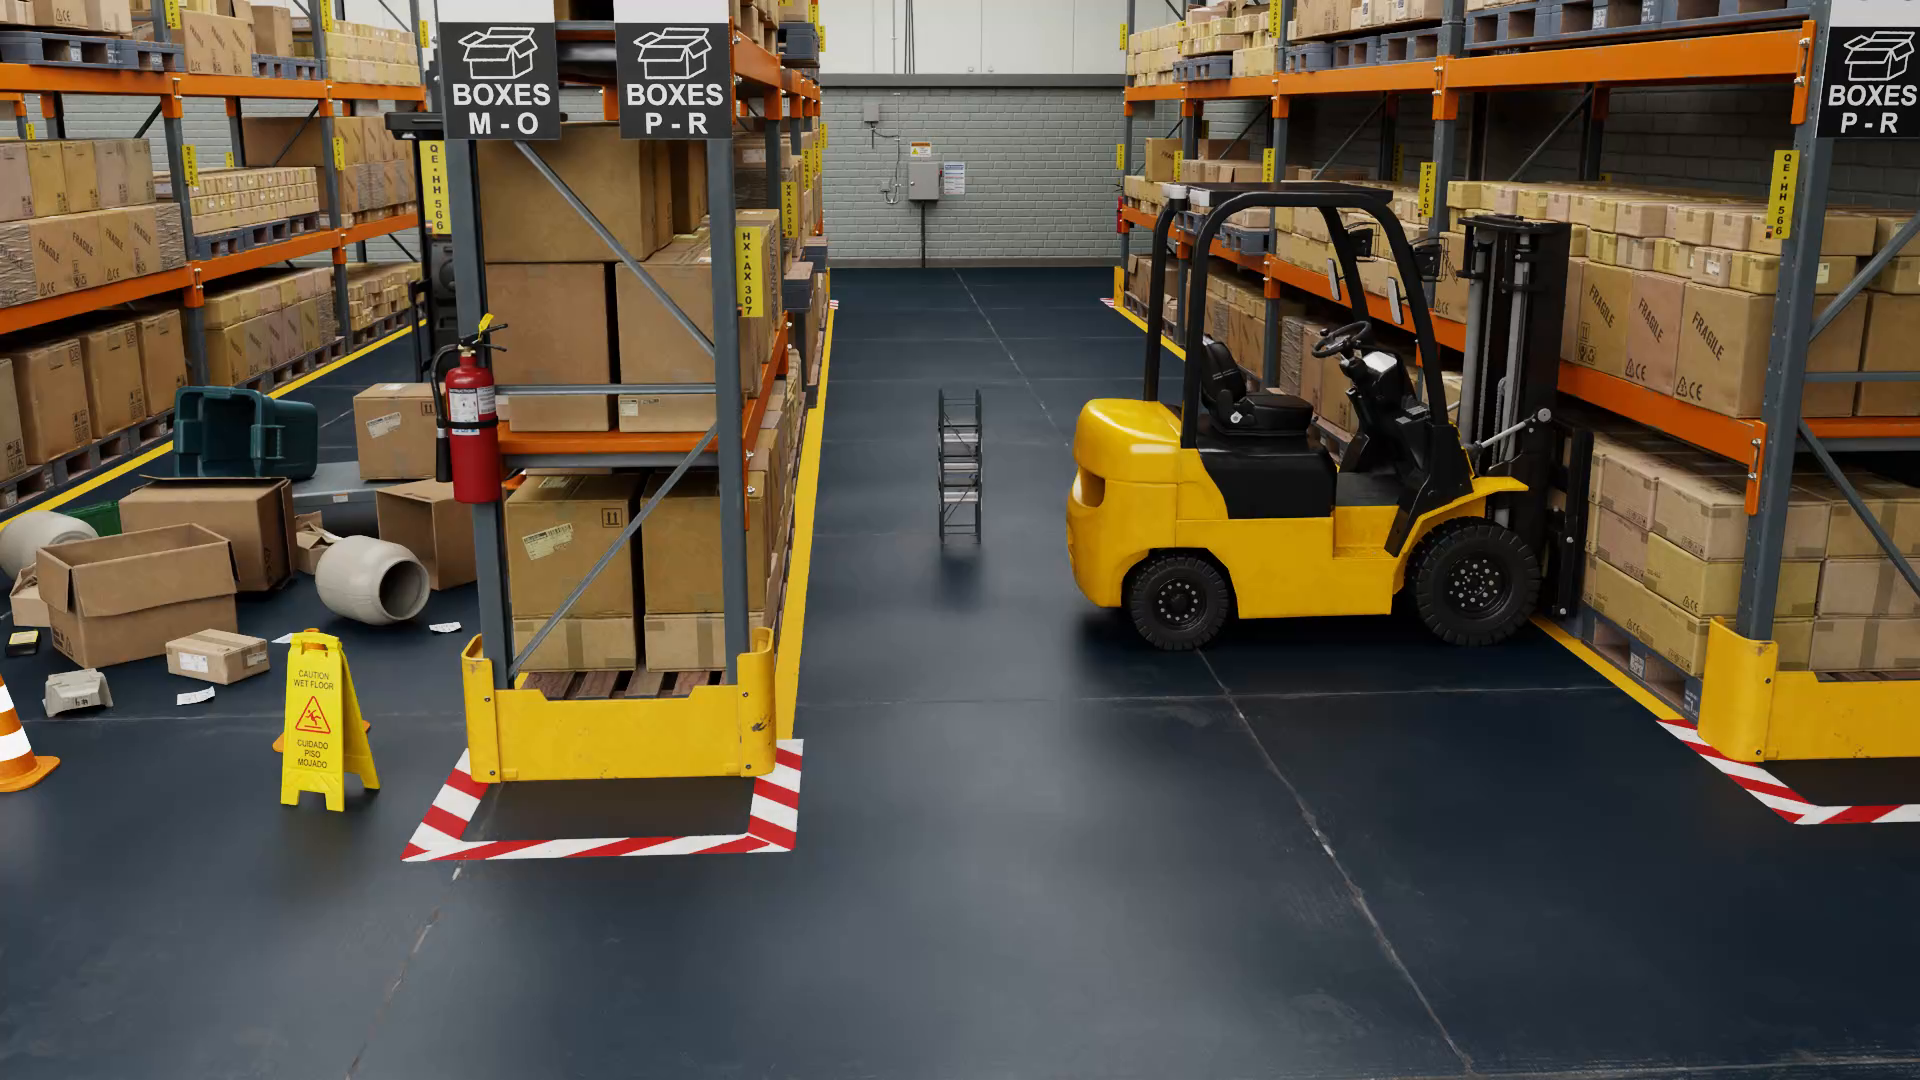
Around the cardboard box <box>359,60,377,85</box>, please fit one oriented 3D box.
[{"bbox_3d":[-6.811,-5.187,18.448,0.500,0.250,0.500,0,14,-1],"label":"cardboard box"}]

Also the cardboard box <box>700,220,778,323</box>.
[{"bbox_3d":[-1.212,-1.374,8.551,0.500,0.500,0.500,0,14,-2],"label":"cardboard box"}]

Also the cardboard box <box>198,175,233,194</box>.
[{"bbox_3d":[-6.626,-3.120,14.601,0.380,0.149,0.250,-1,15,-6],"label":"cardboard box"}]

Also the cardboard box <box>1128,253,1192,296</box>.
[{"bbox_3d":[2.591,-3.448,21.575,0.797,0.503,0.637,-1,15,-6],"label":"cardboard box"}]

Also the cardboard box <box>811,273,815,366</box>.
[{"bbox_3d":[-1.822,-2.110,15.627,0.875,0.875,0.875,-1,14,-3],"label":"cardboard box"}]

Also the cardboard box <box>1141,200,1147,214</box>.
[{"bbox_3d":[2.424,-4.079,20.363,0.380,0.149,0.250,-1,14,-5],"label":"cardboard box"}]

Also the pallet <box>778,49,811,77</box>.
[{"bbox_3d":[-1.904,-4.061,14.148,1.213,0.211,1.003,0,14,-1],"label":"pallet"}]

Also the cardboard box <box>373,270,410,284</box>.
[{"bbox_3d":[-6.829,-3.154,19.950,0.380,0.149,0.250,0,14,-1],"label":"cardboard box"}]

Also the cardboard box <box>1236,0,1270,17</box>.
[{"bbox_3d":[3.032,-5.400,17.006,0.396,0.266,0.258,-1,14,-3],"label":"cardboard box"}]

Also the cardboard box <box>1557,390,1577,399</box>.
[{"bbox_3d":[3.661,-0.734,9.527,0.500,0.250,0.500,-1,14,-4],"label":"cardboard box"}]

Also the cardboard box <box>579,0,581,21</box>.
[{"bbox_3d":[-1.664,-2.027,6.371,0.380,0.149,0.250,-1,14,-3],"label":"cardboard box"}]

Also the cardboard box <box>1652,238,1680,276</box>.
[{"bbox_3d":[3.333,-1.263,7.413,0.380,0.149,0.250,-1,14,-4],"label":"cardboard box"}]

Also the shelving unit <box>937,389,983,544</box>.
[{"bbox_3d":[0.000,-0.438,9.922,0.258,0.900,0.210,-1,14,-3],"label":"shelving unit"}]

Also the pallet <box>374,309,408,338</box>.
[{"bbox_3d":[-7.148,-2.554,19.528,1.003,0.211,1.213,-1,14,-3],"label":"pallet"}]

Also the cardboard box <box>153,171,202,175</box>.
[{"bbox_3d":[-7.346,-3.377,15.598,0.380,0.149,0.250,0,14,-1],"label":"cardboard box"}]

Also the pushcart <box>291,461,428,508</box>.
[{"bbox_3d":[-3.835,-0.228,10.155,1.648,0.377,0.936,-6,16,-23],"label":"pushcart"}]

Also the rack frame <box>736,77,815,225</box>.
[{"bbox_3d":[-2.058,-3.535,17.746,1.000,3.000,0.127,-1,14,-3],"label":"rack frame"}]

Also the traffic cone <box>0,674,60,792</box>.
[{"bbox_3d":[-3.716,0.693,6.406,0.336,0.463,0.334,-1,14,-3],"label":"traffic cone"}]

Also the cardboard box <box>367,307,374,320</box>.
[{"bbox_3d":[-6.844,-2.541,18.762,0.380,0.149,0.250,-1,14,-5],"label":"cardboard box"}]

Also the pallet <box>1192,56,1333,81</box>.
[{"bbox_3d":[2.933,-4.553,16.060,1.213,0.211,1.003,-1,14,-3],"label":"pallet"}]

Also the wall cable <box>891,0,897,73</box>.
[{"bbox_3d":[-2.189,-8.856,26.389,2.355,3.000,0.029,-1,14,-3],"label":"wall cable"}]

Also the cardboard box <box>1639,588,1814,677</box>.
[{"bbox_3d":[3.294,0.388,7.174,0.500,0.250,0.500,-1,14,-3],"label":"cardboard box"}]

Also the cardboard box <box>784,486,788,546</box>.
[{"bbox_3d":[-1.215,-0.142,9.234,0.500,0.250,0.500,-1,14,-5],"label":"cardboard box"}]

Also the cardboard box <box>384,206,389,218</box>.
[{"bbox_3d":[-6.914,-3.842,19.445,0.380,0.149,0.250,-1,14,-2],"label":"cardboard box"}]

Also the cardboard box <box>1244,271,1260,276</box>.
[{"bbox_3d":[3.228,-2.767,17.633,0.380,0.149,0.250,-1,14,-3],"label":"cardboard box"}]

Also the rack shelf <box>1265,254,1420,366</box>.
[{"bbox_3d":[3.267,-1.772,12.337,1.077,0.370,4.000,-1,14,-3],"label":"rack shelf"}]

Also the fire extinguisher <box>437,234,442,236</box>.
[{"bbox_3d":[-6.796,-4.280,21.545,0.296,0.674,0.183,-1,14,-3],"label":"fire extinguisher"}]

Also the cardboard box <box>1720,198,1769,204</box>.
[{"bbox_3d":[3.859,-1.546,7.917,0.380,0.149,0.250,-1,14,-5],"label":"cardboard box"}]

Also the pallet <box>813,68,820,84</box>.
[{"bbox_3d":[-2.250,-5.755,20.533,1.003,0.211,1.213,-1,14,-3],"label":"pallet"}]

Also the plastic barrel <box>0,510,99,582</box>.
[{"bbox_3d":[-4.896,0.062,8.935,0.512,0.421,0.421,10,18,35],"label":"plastic barrel"}]

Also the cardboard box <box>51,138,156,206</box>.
[{"bbox_3d":[-6.727,-2.860,12.913,0.700,0.500,0.500,-1,14,-4],"label":"cardboard box"}]

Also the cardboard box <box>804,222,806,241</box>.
[{"bbox_3d":[-1.406,-2.417,13.060,0.380,0.149,0.250,-1,14,-4],"label":"cardboard box"}]

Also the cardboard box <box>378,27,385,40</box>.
[{"bbox_3d":[-6.879,-5.846,19.207,0.380,0.149,0.250,-1,14,-2],"label":"cardboard box"}]

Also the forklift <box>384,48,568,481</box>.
[{"bbox_3d":[-3.319,-1.963,11.774,1.130,2.935,3.031,-1,14,-3],"label":"forklift"}]

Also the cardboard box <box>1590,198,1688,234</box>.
[{"bbox_3d":[3.227,-1.537,7.879,0.380,0.149,0.250,-1,14,-2],"label":"cardboard box"}]

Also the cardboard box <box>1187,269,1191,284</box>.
[{"bbox_3d":[2.652,-2.826,17.863,0.380,0.149,0.250,0,14,-1],"label":"cardboard box"}]

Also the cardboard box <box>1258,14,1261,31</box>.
[{"bbox_3d":[2.875,-4.612,14.817,0.380,0.149,0.250,-1,14,-4],"label":"cardboard box"}]

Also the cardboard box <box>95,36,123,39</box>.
[{"bbox_3d":[-7.034,-4.078,13.635,0.500,0.500,0.500,-1,14,-3],"label":"cardboard box"}]

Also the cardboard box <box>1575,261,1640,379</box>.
[{"bbox_3d":[3.291,-1.052,7.893,0.500,0.500,0.500,-1,14,-4],"label":"cardboard box"}]

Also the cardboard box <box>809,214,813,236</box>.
[{"bbox_3d":[-1.749,-3.228,16.854,0.500,0.250,0.500,-1,14,-4],"label":"cardboard box"}]

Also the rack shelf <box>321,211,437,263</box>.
[{"bbox_3d":[-7.117,-3.582,19.374,1.077,0.370,4.000,-1,14,-3],"label":"rack shelf"}]

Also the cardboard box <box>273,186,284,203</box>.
[{"bbox_3d":[-6.705,-3.303,15.910,0.380,0.149,0.250,-2,15,-6],"label":"cardboard box"}]

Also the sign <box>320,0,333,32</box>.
[{"bbox_3d":[-6.439,-5.337,16.901,0.100,0.325,0.005,-1,14,-3],"label":"sign"}]

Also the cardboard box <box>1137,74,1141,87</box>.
[{"bbox_3d":[2.389,-5.663,20.501,0.380,0.149,0.250,-1,14,-2],"label":"cardboard box"}]

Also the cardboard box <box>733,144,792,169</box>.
[{"bbox_3d":[-1.239,-2.378,10.306,0.380,0.149,0.250,-1,14,-4],"label":"cardboard box"}]

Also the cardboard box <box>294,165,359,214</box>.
[{"bbox_3d":[-6.772,-3.753,17.795,0.500,0.500,0.500,-1,14,-4],"label":"cardboard box"}]

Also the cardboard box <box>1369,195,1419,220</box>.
[{"bbox_3d":[3.003,-2.256,11.272,0.380,0.149,0.250,-1,14,-5],"label":"cardboard box"}]

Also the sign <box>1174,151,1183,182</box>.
[{"bbox_3d":[2.354,-4.022,17.899,0.100,0.325,0.005,-1,14,-3],"label":"sign"}]

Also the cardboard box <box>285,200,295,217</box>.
[{"bbox_3d":[-6.725,-3.231,16.224,0.380,0.149,0.250,-2,15,-6],"label":"cardboard box"}]

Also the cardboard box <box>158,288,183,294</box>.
[{"bbox_3d":[-7.091,-2.086,14.783,0.500,0.250,0.500,-1,14,-3],"label":"cardboard box"}]

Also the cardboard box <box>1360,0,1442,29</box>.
[{"bbox_3d":[3.055,-3.651,11.314,0.500,0.311,0.500,-1,14,-5],"label":"cardboard box"}]

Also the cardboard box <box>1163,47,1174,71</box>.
[{"bbox_3d":[2.573,-5.382,18.608,0.500,0.250,0.500,-1,14,-5],"label":"cardboard box"}]

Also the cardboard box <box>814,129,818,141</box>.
[{"bbox_3d":[-1.920,-4.569,19.556,0.500,0.500,0.500,-1,14,-4],"label":"cardboard box"}]

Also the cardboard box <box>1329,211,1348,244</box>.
[{"bbox_3d":[3.028,-2.291,12.210,0.500,0.250,0.500,-1,14,-3],"label":"cardboard box"}]
